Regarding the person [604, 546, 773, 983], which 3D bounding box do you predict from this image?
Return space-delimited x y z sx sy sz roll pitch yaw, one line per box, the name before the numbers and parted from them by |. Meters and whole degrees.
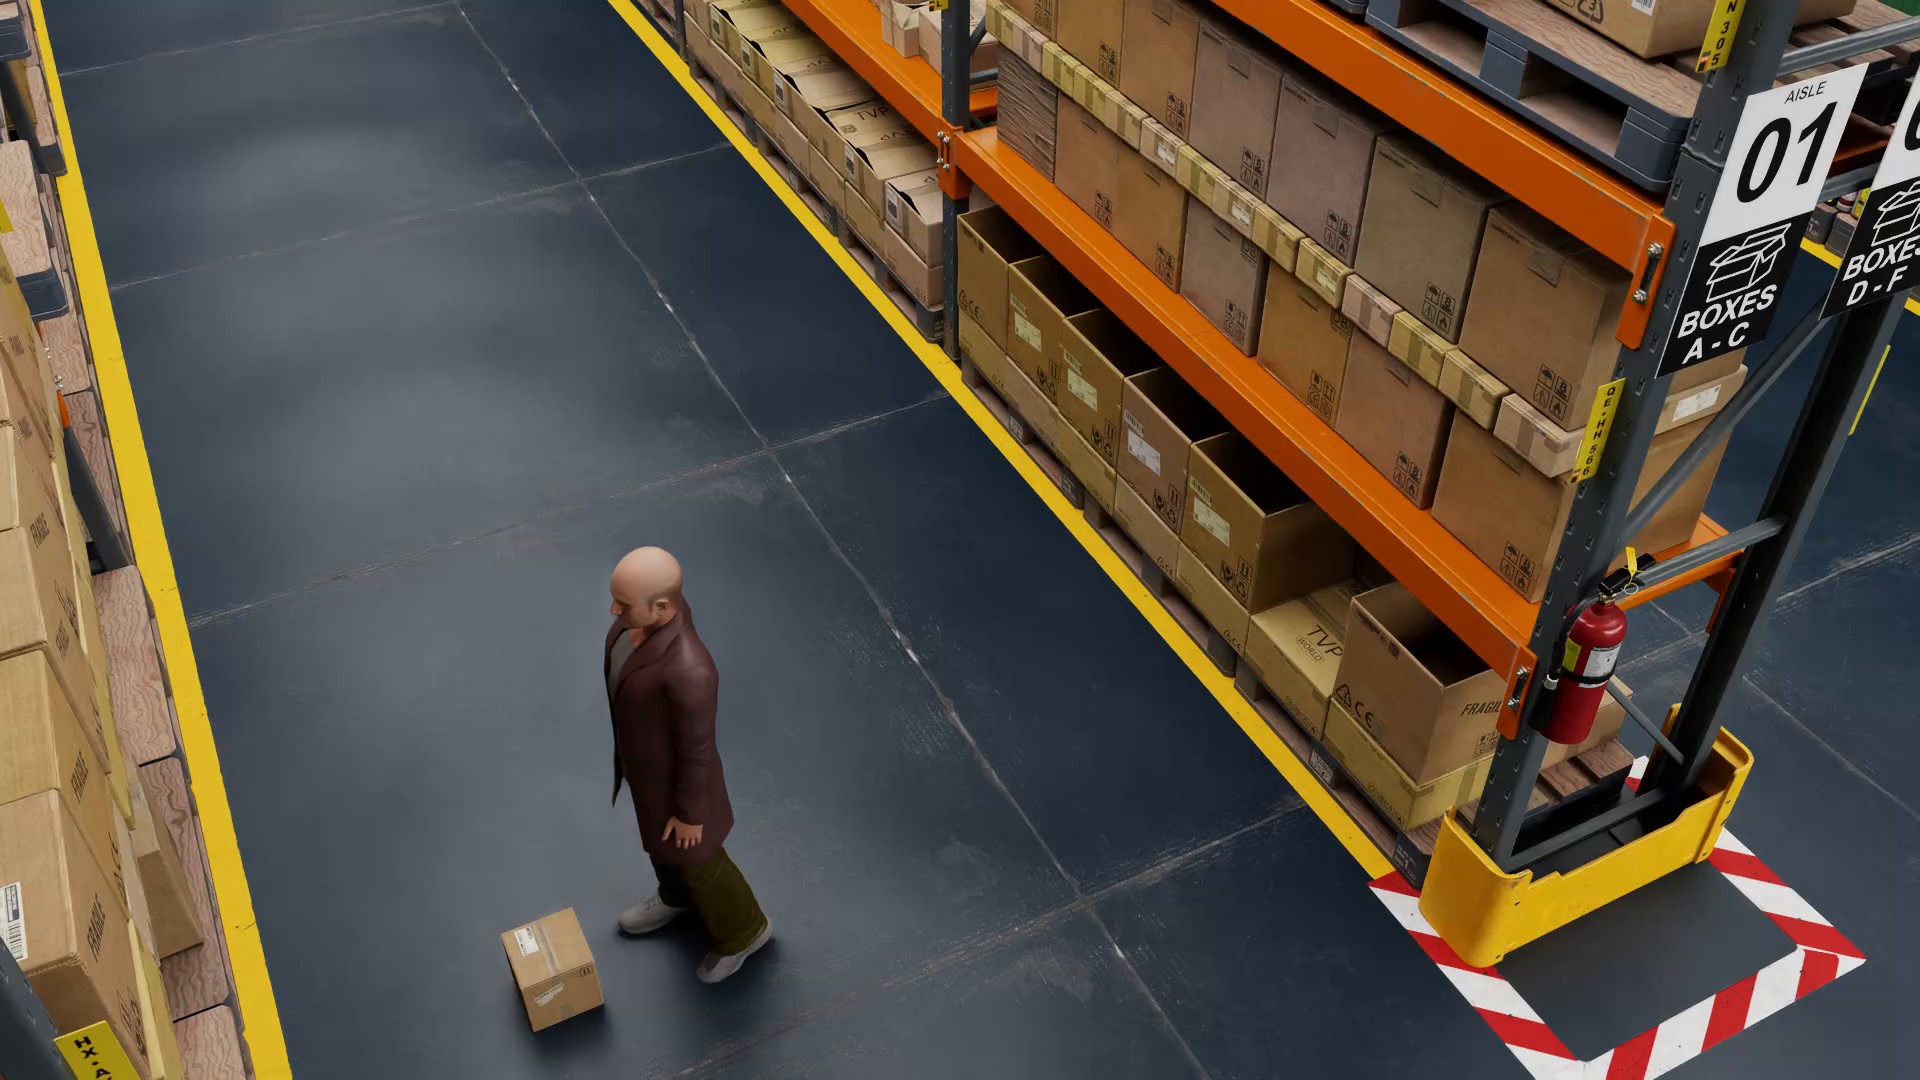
person | -0.927 0.756 5.339 0.489 1.850 0.577 -18 44 -20
